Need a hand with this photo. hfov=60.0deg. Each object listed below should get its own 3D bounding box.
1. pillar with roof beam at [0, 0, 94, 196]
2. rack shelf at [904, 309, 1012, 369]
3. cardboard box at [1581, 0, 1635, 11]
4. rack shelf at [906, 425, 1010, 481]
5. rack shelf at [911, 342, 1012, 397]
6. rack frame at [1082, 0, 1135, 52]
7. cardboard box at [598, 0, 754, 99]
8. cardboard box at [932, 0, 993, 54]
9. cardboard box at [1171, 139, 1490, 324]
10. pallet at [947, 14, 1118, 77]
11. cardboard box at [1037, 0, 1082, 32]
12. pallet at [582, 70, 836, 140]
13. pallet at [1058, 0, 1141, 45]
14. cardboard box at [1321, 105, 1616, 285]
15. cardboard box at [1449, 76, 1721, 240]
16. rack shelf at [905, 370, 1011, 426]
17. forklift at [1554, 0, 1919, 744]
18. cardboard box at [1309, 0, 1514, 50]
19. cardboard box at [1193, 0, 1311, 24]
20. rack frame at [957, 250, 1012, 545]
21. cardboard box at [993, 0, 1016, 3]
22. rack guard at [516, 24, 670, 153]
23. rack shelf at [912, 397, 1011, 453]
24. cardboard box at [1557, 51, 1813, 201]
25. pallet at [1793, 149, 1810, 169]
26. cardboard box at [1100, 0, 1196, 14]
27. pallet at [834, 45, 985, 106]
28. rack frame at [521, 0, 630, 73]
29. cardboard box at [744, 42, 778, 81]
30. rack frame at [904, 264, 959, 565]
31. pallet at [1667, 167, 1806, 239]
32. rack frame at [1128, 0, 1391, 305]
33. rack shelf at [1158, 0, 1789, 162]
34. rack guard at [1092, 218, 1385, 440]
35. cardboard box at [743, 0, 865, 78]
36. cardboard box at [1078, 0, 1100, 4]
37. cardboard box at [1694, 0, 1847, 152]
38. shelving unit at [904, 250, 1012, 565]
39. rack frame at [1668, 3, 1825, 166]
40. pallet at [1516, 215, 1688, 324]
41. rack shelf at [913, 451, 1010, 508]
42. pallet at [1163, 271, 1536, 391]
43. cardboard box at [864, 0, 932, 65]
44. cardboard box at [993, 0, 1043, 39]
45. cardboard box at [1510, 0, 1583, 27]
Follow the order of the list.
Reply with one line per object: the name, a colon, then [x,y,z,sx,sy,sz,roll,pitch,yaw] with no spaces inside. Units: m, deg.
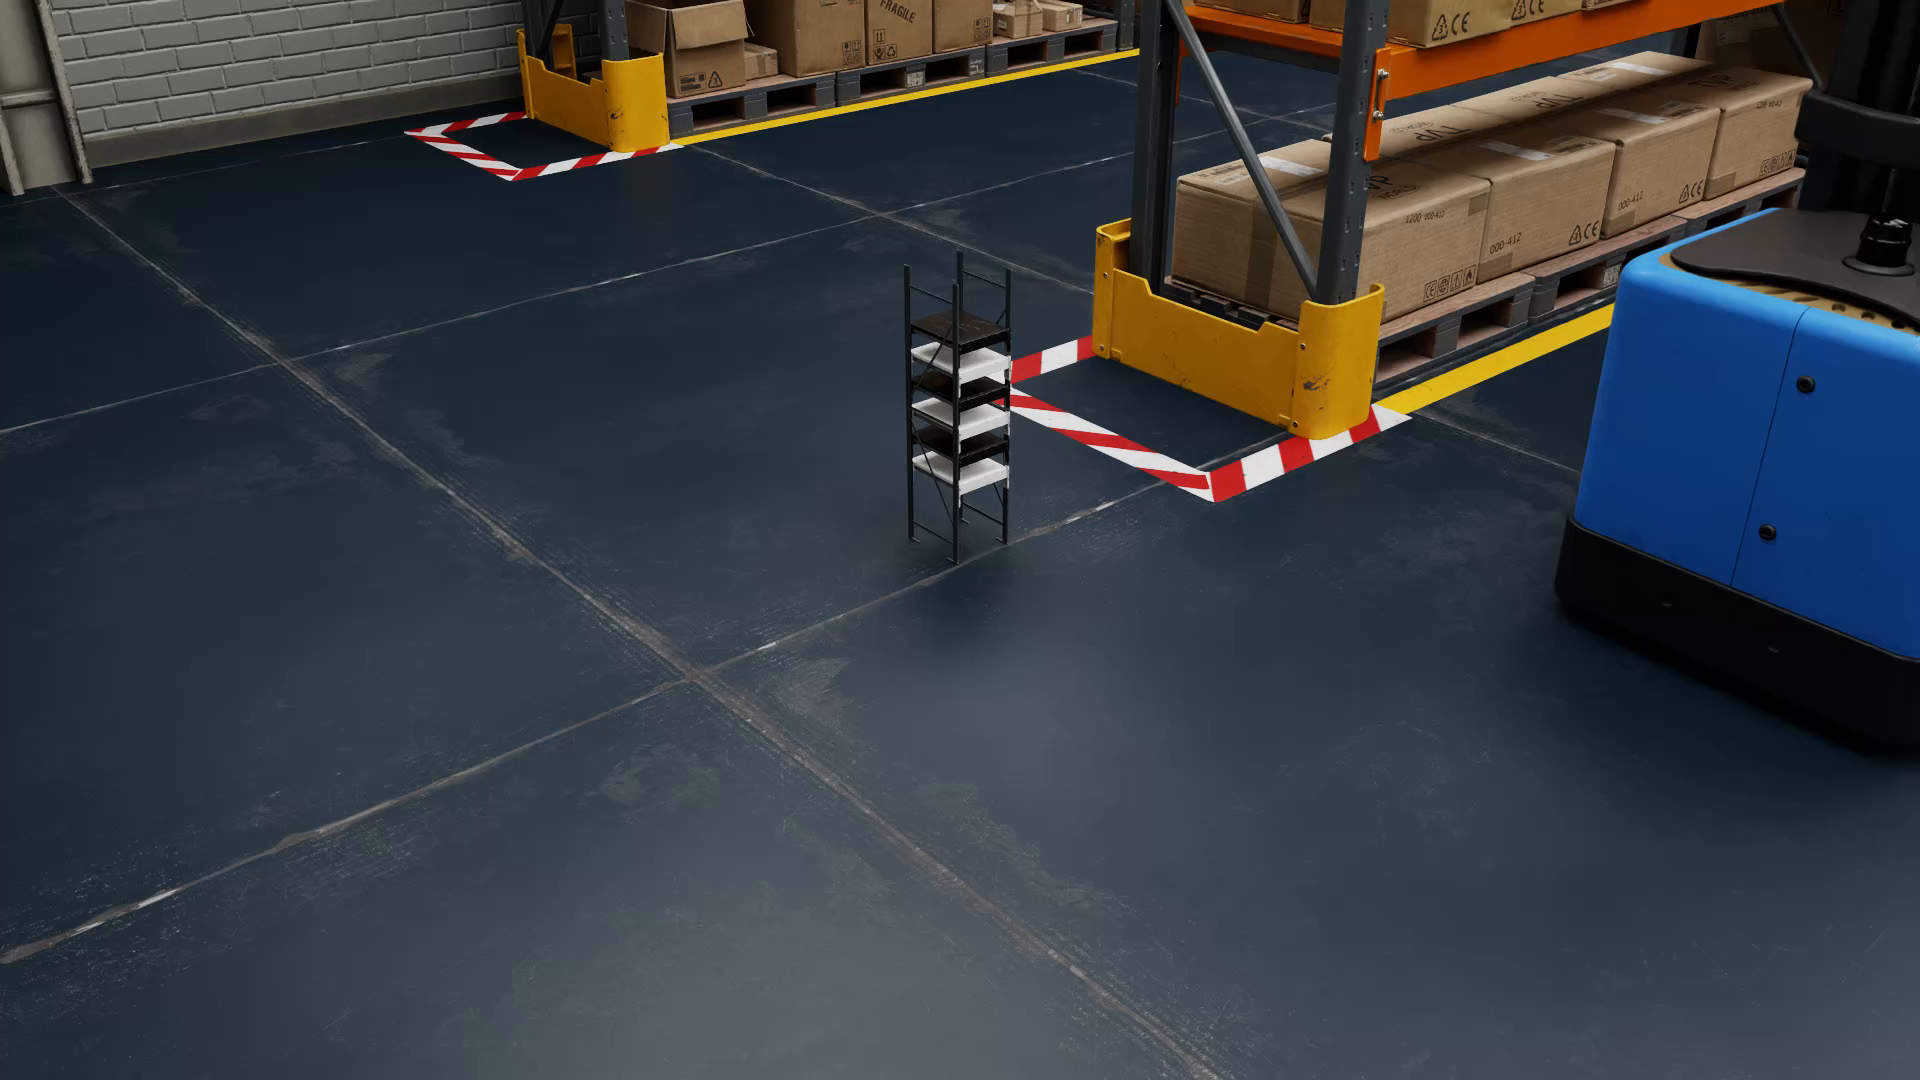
pillar with roof beam: [-2.037,-4.314,3.775,0.400,9.000,9.100,-22,35,-35]
rack shelf: [-0.006,-0.603,4.922,0.200,0.077,0.258,-22,35,-35]
cardboard box: [2.347,-2.337,6.334,0.500,0.500,0.500,-22,35,-35]
rack shelf: [-0.006,-0.286,5.091,0.200,0.077,0.258,-22,35,-35]
rack shelf: [-0.006,-0.524,4.964,0.200,0.077,0.258,-22,35,-35]
rack frame: [0.848,-4.937,11.306,0.127,3.000,1.000,-22,35,-35]
cardboard box: [-1.668,-2.951,9.792,0.637,0.503,0.797,-24,36,-37]
cardboard box: [-0.202,-3.514,10.850,0.500,0.500,0.700,-23,36,-37]
cardboard box: [1.467,-1.228,6.638,0.875,0.438,0.875,-23,36,-37]
pallet: [0.325,-3.497,11.571,1.213,0.211,1.003,-22,35,-35]
cardboard box: [0.615,-3.589,11.363,0.250,0.149,0.380,-23,36,-36]
pallet: [-1.531,-2.751,10.174,1.213,0.211,1.003,-22,35,-35]
pallet: [1.443,-3.969,12.454,1.213,0.211,1.003,-22,35,-35]
cardboard box: [2.158,-1.511,7.167,0.875,0.438,0.875,-21,34,-34]
cardboard box: [2.845,-1.786,7.682,0.875,0.438,0.875,-23,36,-36]
rack shelf: [-0.006,-0.444,5.007,0.200,0.077,0.258,-22,35,-35]
forklift: [3.184,-1.341,4.650,3.031,2.935,1.130,-21,35,-34]
cardboard box: [1.581,-2.023,5.746,0.500,0.500,0.500,-22,35,-35]
cardboard box: [1.225,-2.221,6.118,0.500,0.500,0.500,-22,35,-35]
rack frame: [0.071,-0.426,5.091,0.006,0.900,0.240,-22,35,-35]
cardboard box: [0.192,-3.819,11.621,0.500,0.311,0.500,-20,34,-33]
rack guard: [-2.137,-2.634,9.649,0.348,0.500,1.175,-22,35,-35]
rack shelf: [-0.006,-0.365,5.049,0.200,0.077,0.258,-22,35,-35]
cardboard box: [3.526,-2.060,8.195,0.875,0.438,0.875,-22,35,-36]
pallet: [4.611,-2.192,9.127,1.213,0.211,1.003,-22,35,-35]
cardboard box: [1.363,-4.087,11.922,0.500,0.500,0.500,-20,34,-33]
pallet: [-0.603,-3.122,10.869,1.213,0.211,1.003,-22,35,-35]
rack frame: [-2.194,-3.713,9.016,0.127,3.000,1.000,-22,35,-35]
cardboard box: [-1.319,-2.910,10.093,0.250,0.149,0.380,-24,36,-37]
rack frame: [-0.084,-0.363,4.975,0.006,0.900,0.240,-22,35,-35]
pallet: [3.444,-1.724,8.252,1.213,0.211,1.003,-22,35,-35]
rack frame: [1.030,-1.935,5.688,0.127,3.000,1.000,-22,35,-35]
rack shelf: [2.551,-2.229,7.002,4.000,0.370,1.077,-22,35,-35]
rack guard: [1.012,-0.825,6.263,0.348,0.500,1.175,-22,35,-35]
cardboard box: [-0.992,-3.197,10.256,0.500,0.500,0.700,-20,34,-33]
cardboard box: [1.030,-4.276,12.275,0.500,0.500,0.500,-22,35,-35]
cardboard box: [4.493,-2.625,8.788,0.875,0.875,0.875,-21,34,-33]
shelving unit: [-0.006,-0.394,5.033,0.210,0.900,0.258,-22,35,-35]
rack frame: [4.073,-3.158,7.978,0.127,3.000,1.000,-22,35,-35]
pallet: [2.515,-1.349,7.550,1.213,0.211,1.003,-22,35,-35]
rack shelf: [-0.006,-0.206,5.134,0.200,0.077,0.258,-22,35,-35]
pallet: [1.587,-0.977,6.855,1.213,0.211,1.003,-22,35,-35]
cardboard box: [-0.525,-3.323,10.491,0.500,0.500,0.500,-21,35,-34]
cardboard box: [0.344,-3.531,11.131,0.258,0.266,0.396,-20,34,-33]
cardboard box: [1.948,-2.187,6.055,0.500,0.500,0.500,-22,35,-36]
